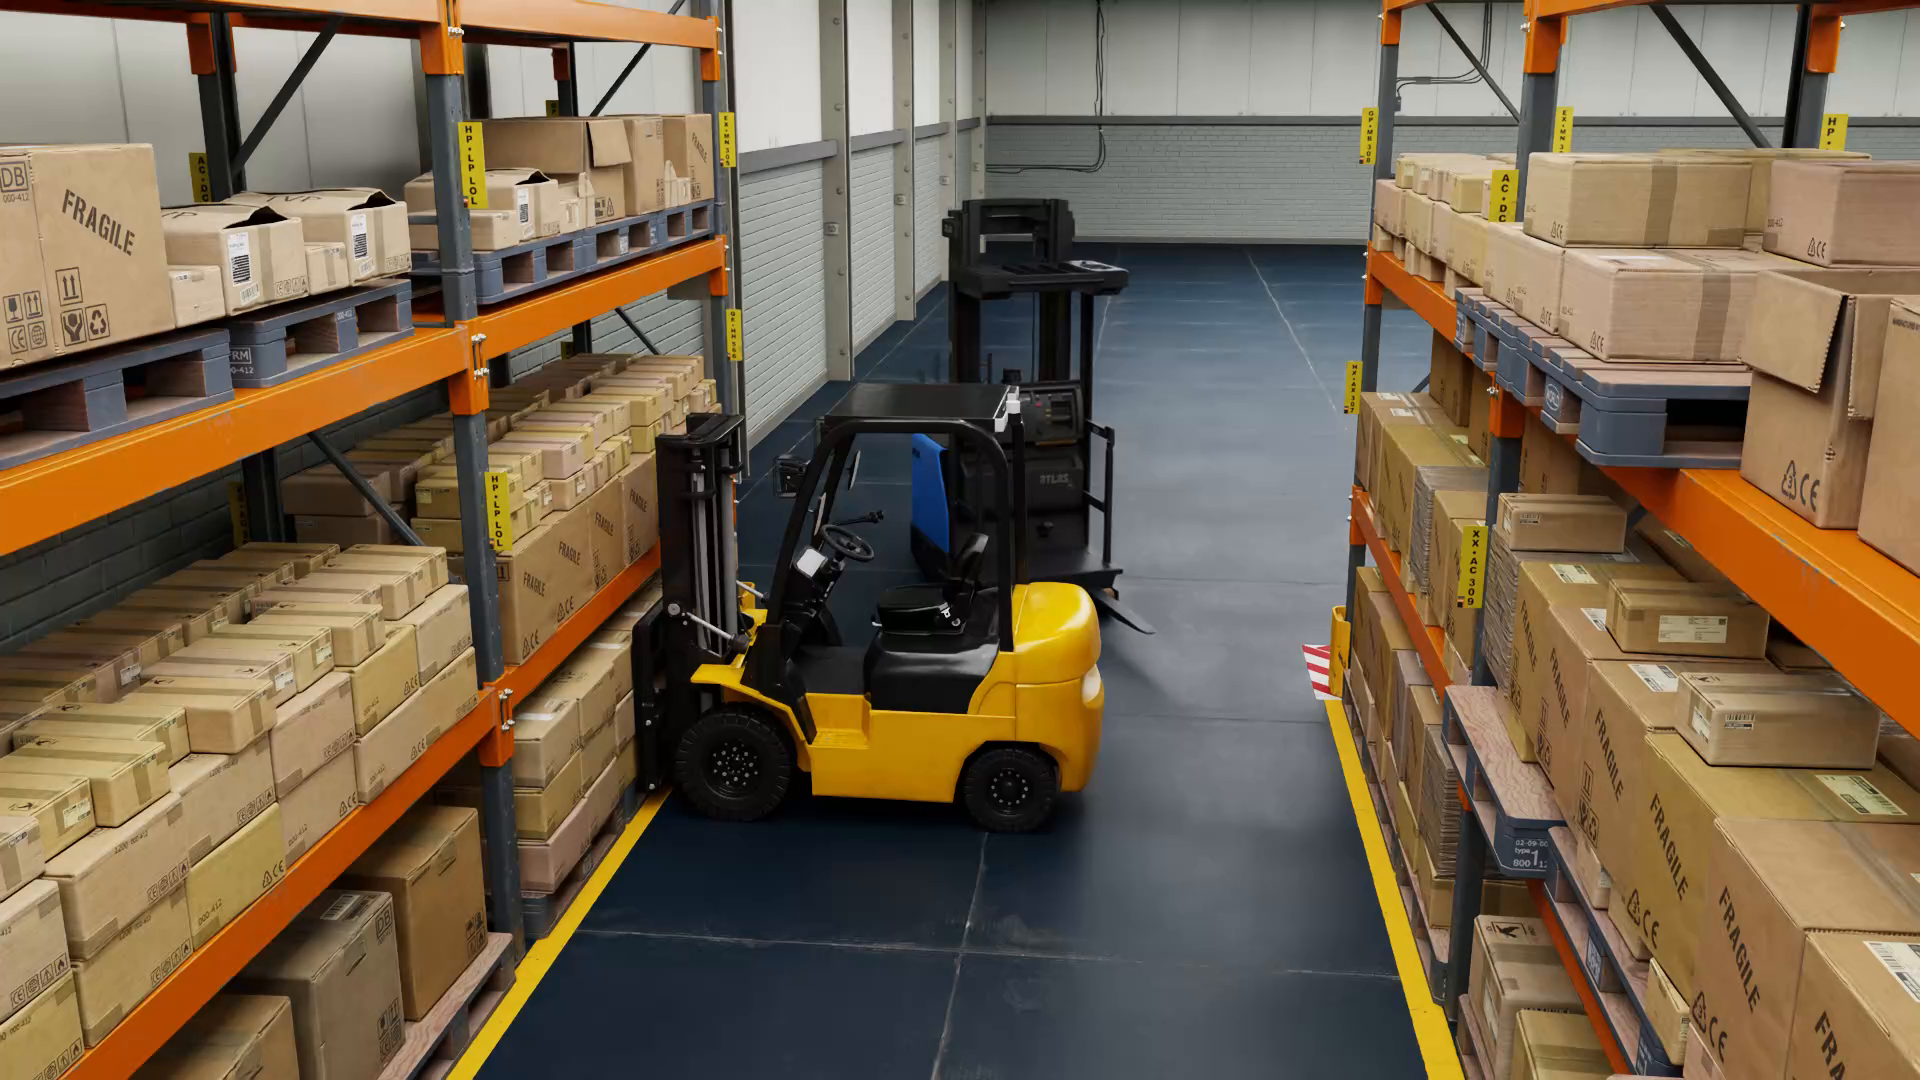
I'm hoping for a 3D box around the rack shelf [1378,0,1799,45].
[{"bbox_3d":[2.733,-2.530,7.663,1.077,0.370,4.000,2,15,6],"label":"rack shelf"}]

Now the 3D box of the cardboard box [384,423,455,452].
[{"bbox_3d":[-2.588,-0.472,8.158,0.380,0.149,0.250,1,15,5],"label":"cardboard box"}]

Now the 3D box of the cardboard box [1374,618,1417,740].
[{"bbox_3d":[2.472,0.734,8.728,0.500,0.500,0.500,2,15,7],"label":"cardboard box"}]

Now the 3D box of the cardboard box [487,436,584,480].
[{"bbox_3d":[-2.003,-0.389,7.850,0.380,0.149,0.250,2,15,8],"label":"cardboard box"}]

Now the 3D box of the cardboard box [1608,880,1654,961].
[{"bbox_3d":[1.955,0.996,4.410,0.380,0.149,0.250,1,15,4],"label":"cardboard box"}]

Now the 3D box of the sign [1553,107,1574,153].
[{"bbox_3d":[3.508,-2.355,9.684,0.100,0.325,0.005,2,15,6],"label":"sign"}]

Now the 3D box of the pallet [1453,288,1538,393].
[{"bbox_3d":[2.332,-0.664,5.486,1.213,0.211,1.003,2,15,6],"label":"pallet"}]

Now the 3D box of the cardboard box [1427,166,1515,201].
[{"bbox_3d":[2.406,-1.669,7.796,0.380,0.149,0.250,2,15,7],"label":"cardboard box"}]

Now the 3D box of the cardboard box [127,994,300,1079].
[{"bbox_3d":[-2.651,1.866,5.260,0.875,0.625,0.625,1,15,4],"label":"cardboard box"}]

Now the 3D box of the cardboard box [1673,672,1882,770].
[{"bbox_3d":[1.960,0.433,4.006,0.380,0.149,0.250,1,15,4],"label":"cardboard box"}]

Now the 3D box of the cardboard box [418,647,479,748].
[{"bbox_3d":[-2.222,0.601,6.479,0.500,0.250,0.500,2,15,8],"label":"cardboard box"}]

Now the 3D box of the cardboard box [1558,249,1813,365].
[{"bbox_3d":[1.952,-0.640,4.518,0.500,0.250,0.500,2,15,6],"label":"cardboard box"}]

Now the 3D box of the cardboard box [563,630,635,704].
[{"bbox_3d":[-1.946,0.655,8.542,0.500,0.250,0.500,2,15,8],"label":"cardboard box"}]

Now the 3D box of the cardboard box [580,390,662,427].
[{"bbox_3d":[-1.849,-0.719,9.069,0.380,0.149,0.250,2,15,7],"label":"cardboard box"}]

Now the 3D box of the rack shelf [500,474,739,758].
[{"bbox_3d":[-2.199,0.219,8.983,1.077,0.370,4.000,2,15,6],"label":"rack shelf"}]

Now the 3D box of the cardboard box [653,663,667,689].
[{"bbox_3d":[-1.883,0.766,9.089,0.500,0.250,0.500,2,15,6],"label":"cardboard box"}]

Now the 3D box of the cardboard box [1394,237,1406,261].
[{"bbox_3d":[2.594,-1.613,9.117,0.380,0.149,0.250,2,15,8],"label":"cardboard box"}]

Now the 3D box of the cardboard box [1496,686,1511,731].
[{"bbox_3d":[2.131,0.588,5.916,0.380,0.149,0.250,2,15,7],"label":"cardboard box"}]

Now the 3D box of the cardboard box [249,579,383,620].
[{"bbox_3d":[-2.334,0.254,6.043,0.380,0.149,0.250,2,15,6],"label":"cardboard box"}]

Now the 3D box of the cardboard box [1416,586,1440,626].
[{"bbox_3d":[2.352,0.301,7.783,0.380,0.149,0.250,1,15,5],"label":"cardboard box"}]

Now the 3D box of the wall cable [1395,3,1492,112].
[{"bbox_3d":[11.515,-13.253,39.418,2.305,6.003,0.169,2,15,6],"label":"wall cable"}]

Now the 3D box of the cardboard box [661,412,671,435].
[{"bbox_3d":[-1.846,-0.643,9.358,0.380,0.149,0.250,1,15,4],"label":"cardboard box"}]

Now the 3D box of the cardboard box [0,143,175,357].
[{"bbox_3d":[-2.438,-0.764,4.306,0.500,0.500,0.500,2,15,8],"label":"cardboard box"}]

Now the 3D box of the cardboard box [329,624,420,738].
[{"bbox_3d":[-2.277,0.490,5.932,0.500,0.250,0.500,1,15,5],"label":"cardboard box"}]

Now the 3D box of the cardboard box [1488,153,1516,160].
[{"bbox_3d":[3.214,-2.117,9.451,0.380,0.149,0.250,2,15,7],"label":"cardboard box"}]

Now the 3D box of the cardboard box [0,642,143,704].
[{"bbox_3d":[-2.874,0.443,5.342,0.380,0.149,0.250,2,15,6],"label":"cardboard box"}]

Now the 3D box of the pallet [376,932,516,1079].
[{"bbox_3d":[-2.469,1.929,6.624,1.003,0.211,1.213,2,15,6],"label":"pallet"}]

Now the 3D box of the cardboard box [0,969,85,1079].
[{"bbox_3d":[-2.522,1.262,4.035,0.500,0.250,0.500,1,15,5],"label":"cardboard box"}]

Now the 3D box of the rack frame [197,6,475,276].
[{"bbox_3d":[-2.425,-2.505,6.188,1.000,3.000,0.127,2,15,6],"label":"rack frame"}]

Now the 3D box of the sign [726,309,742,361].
[{"bbox_3d":[-1.436,-1.301,10.553,0.100,0.325,0.005,2,15,6],"label":"sign"}]

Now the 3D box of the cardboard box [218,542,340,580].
[{"bbox_3d":[-2.678,0.114,6.559,0.380,0.149,0.250,1,15,5],"label":"cardboard box"}]

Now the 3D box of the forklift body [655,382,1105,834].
[{"bbox_3d":[-0.375,0.308,8.901,2.313,2.155,1.214,2,15,6],"label":"forklift body"}]

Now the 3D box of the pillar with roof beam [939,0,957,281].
[{"bbox_3d":[4.038,-9.487,32.006,9.100,9.000,0.400,2,15,6],"label":"pillar with roof beam"}]

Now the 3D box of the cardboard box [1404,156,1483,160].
[{"bbox_3d":[2.614,-1.998,9.012,0.380,0.149,0.250,2,15,6],"label":"cardboard box"}]

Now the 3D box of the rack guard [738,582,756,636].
[{"bbox_3d":[-1.971,0.554,11.157,1.175,0.500,0.348,2,15,6],"label":"rack guard"}]

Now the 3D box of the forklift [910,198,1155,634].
[{"bbox_3d":[0.525,-0.937,12.011,1.130,2.935,3.031,-5,16,-17],"label":"forklift"}]

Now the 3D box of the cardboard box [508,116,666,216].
[{"bbox_3d":[-1.996,-2.009,8.912,0.700,0.500,0.500,2,15,7],"label":"cardboard box"}]

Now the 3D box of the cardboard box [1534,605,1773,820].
[{"bbox_3d":[2.044,0.512,4.955,0.500,0.500,0.500,2,15,6],"label":"cardboard box"}]

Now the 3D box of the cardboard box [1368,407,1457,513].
[{"bbox_3d":[2.574,-0.444,9.297,0.500,0.500,0.500,2,15,8],"label":"cardboard box"}]

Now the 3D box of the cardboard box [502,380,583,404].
[{"bbox_3d":[-2.350,-0.802,9.379,0.380,0.149,0.250,2,15,8],"label":"cardboard box"}]

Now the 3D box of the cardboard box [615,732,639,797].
[{"bbox_3d":[-1.957,1.134,8.686,0.500,0.250,0.500,2,15,7],"label":"cardboard box"}]

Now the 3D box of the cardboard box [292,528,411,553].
[{"bbox_3d":[-2.643,0.218,7.418,0.500,0.500,0.500,2,15,6],"label":"cardboard box"}]

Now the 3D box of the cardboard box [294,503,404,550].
[{"bbox_3d":[-2.644,-0.062,7.210,0.380,0.149,0.250,2,15,6],"label":"cardboard box"}]

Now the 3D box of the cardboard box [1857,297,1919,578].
[{"bbox_3d":[2.173,-0.168,3.101,0.700,0.500,0.500,2,15,6],"label":"cardboard box"}]

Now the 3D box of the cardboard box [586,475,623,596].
[{"bbox_3d":[-2.017,-0.032,8.342,0.500,0.500,0.500,2,15,6],"label":"cardboard box"}]

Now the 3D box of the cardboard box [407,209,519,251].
[{"bbox_3d":[-2.073,-1.295,6.942,0.380,0.149,0.250,2,15,7],"label":"cardboard box"}]

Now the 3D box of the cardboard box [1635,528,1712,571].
[{"bbox_3d":[2.683,0.268,5.859,0.500,0.500,0.500,1,15,5],"label":"cardboard box"}]

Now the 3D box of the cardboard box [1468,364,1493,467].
[{"bbox_3d":[2.904,-0.646,8.126,0.700,0.500,0.500,2,15,6],"label":"cardboard box"}]

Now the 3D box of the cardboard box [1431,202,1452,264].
[{"bbox_3d":[2.418,-1.369,7.448,0.500,0.250,0.500,1,15,5],"label":"cardboard box"}]

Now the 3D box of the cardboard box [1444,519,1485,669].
[{"bbox_3d":[2.310,0.221,6.835,0.500,0.500,0.500,1,15,5],"label":"cardboard box"}]

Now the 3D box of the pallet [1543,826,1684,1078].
[{"bbox_3d":[2.239,1.151,4.525,1.003,0.211,1.213,2,15,6],"label":"pallet"}]

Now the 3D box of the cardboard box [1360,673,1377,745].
[{"bbox_3d":[2.528,0.956,9.342,0.500,0.250,0.500,2,15,8],"label":"cardboard box"}]

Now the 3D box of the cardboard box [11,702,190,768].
[{"bbox_3d":[-2.479,0.587,4.809,0.380,0.149,0.250,2,15,6],"label":"cardboard box"}]

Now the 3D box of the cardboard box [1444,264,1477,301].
[{"bbox_3d":[2.370,-1.148,7.396,0.380,0.149,0.250,2,15,8],"label":"cardboard box"}]

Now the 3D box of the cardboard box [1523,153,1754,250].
[{"bbox_3d":[1.997,-1.014,4.946,0.500,0.250,0.500,1,15,5],"label":"cardboard box"}]

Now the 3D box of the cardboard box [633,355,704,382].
[{"bbox_3d":[-1.805,-1.053,10.304,0.380,0.149,0.250,2,15,6],"label":"cardboard box"}]

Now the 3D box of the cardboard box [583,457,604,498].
[{"bbox_3d":[-1.966,-0.311,8.132,0.380,0.149,0.250,2,15,6],"label":"cardboard box"}]

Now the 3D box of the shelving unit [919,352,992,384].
[{"bbox_3d":[-0.027,-0.774,14.151,0.538,1.500,1.048,2,15,6],"label":"shelving unit"}]

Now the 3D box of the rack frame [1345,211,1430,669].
[{"bbox_3d":[2.959,-0.502,10.270,1.000,3.000,0.127,2,15,6],"label":"rack frame"}]
